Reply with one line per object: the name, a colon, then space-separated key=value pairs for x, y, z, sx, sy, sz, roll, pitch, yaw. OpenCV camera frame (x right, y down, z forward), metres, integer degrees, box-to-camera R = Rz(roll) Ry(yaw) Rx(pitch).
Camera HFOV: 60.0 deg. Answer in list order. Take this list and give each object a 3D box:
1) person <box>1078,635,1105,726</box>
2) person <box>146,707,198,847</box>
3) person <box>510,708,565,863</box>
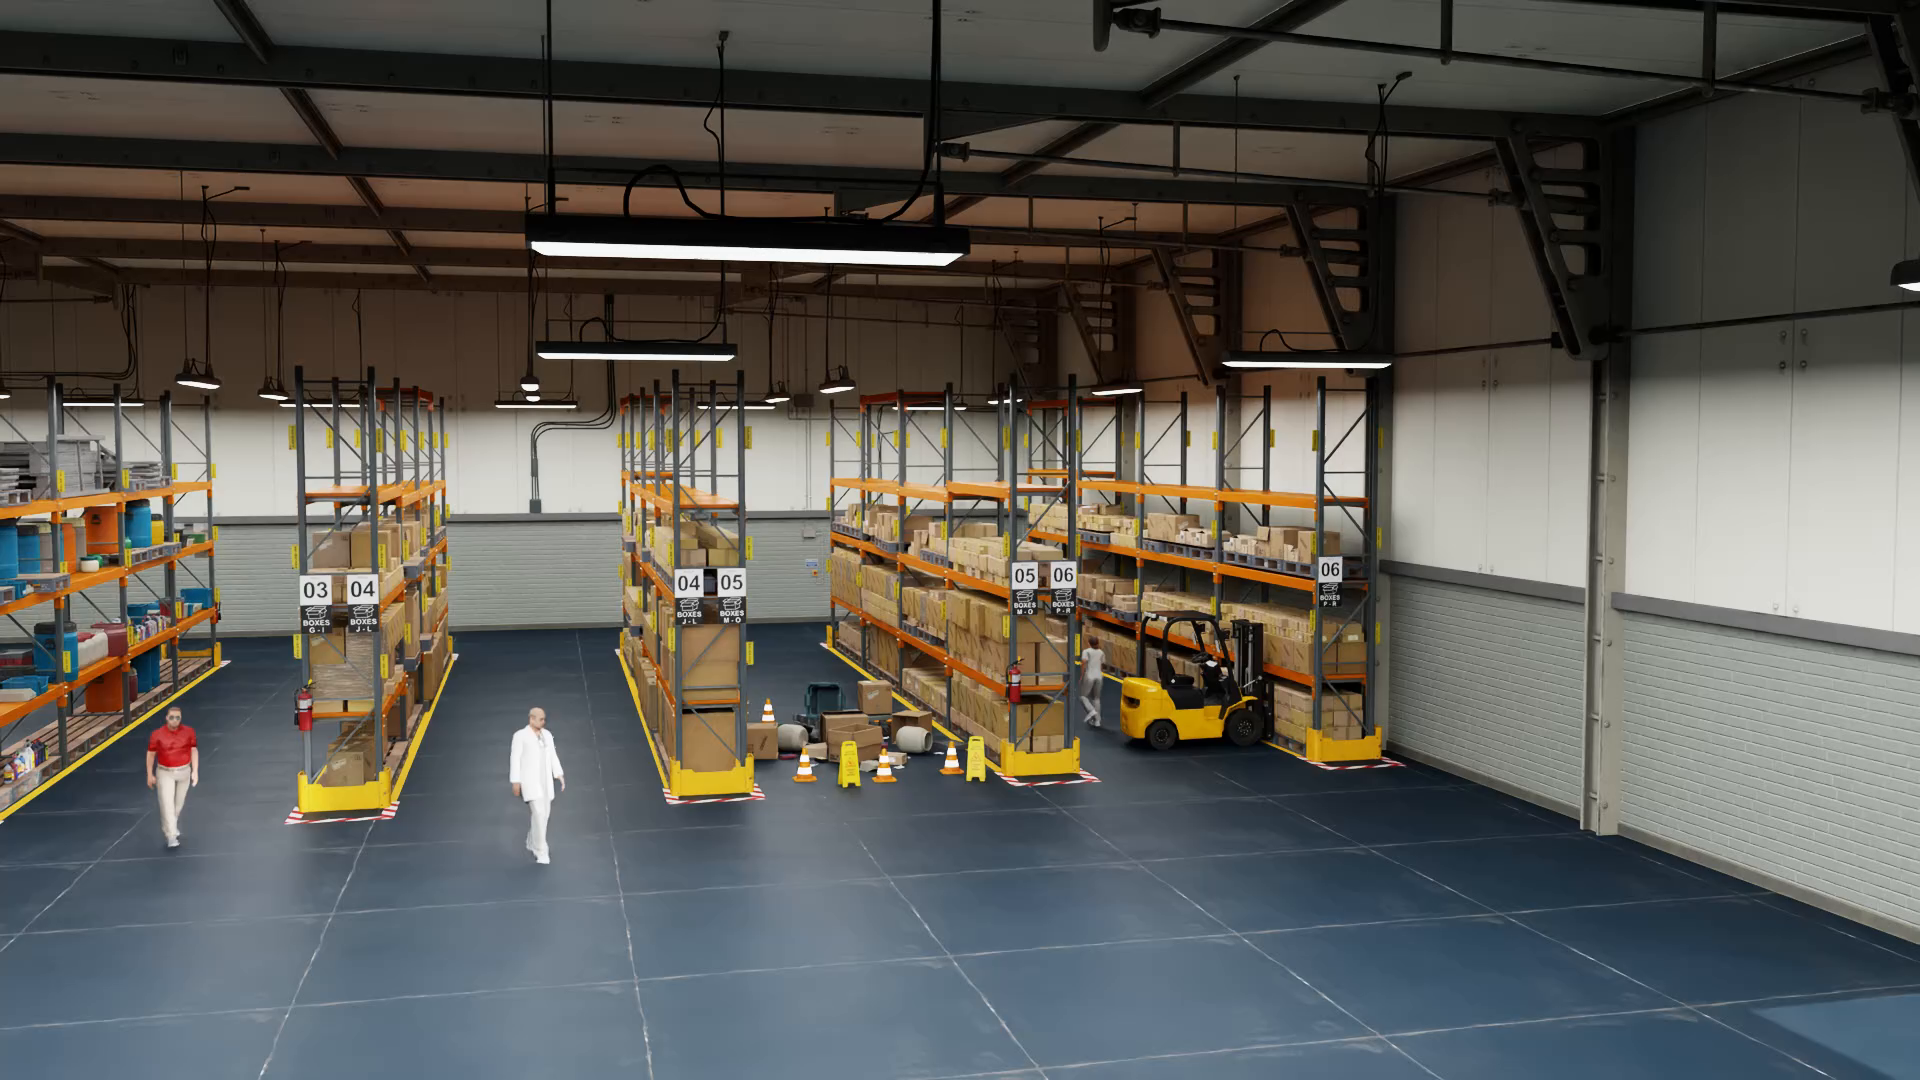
person: x=2.329 y=2.470 z=29.407 sx=0.530 sy=1.570 sz=0.725 roll=-1 pitch=4 yaw=-13
person: x=-9.742 y=2.906 z=20.641 sx=1.030 sy=1.670 sz=0.560 roll=3 pitch=5 yaw=43
person: x=-5.050 y=2.947 z=19.998 sx=0.645 sy=1.842 sz=0.611 roll=2 pitch=4 yaw=34
